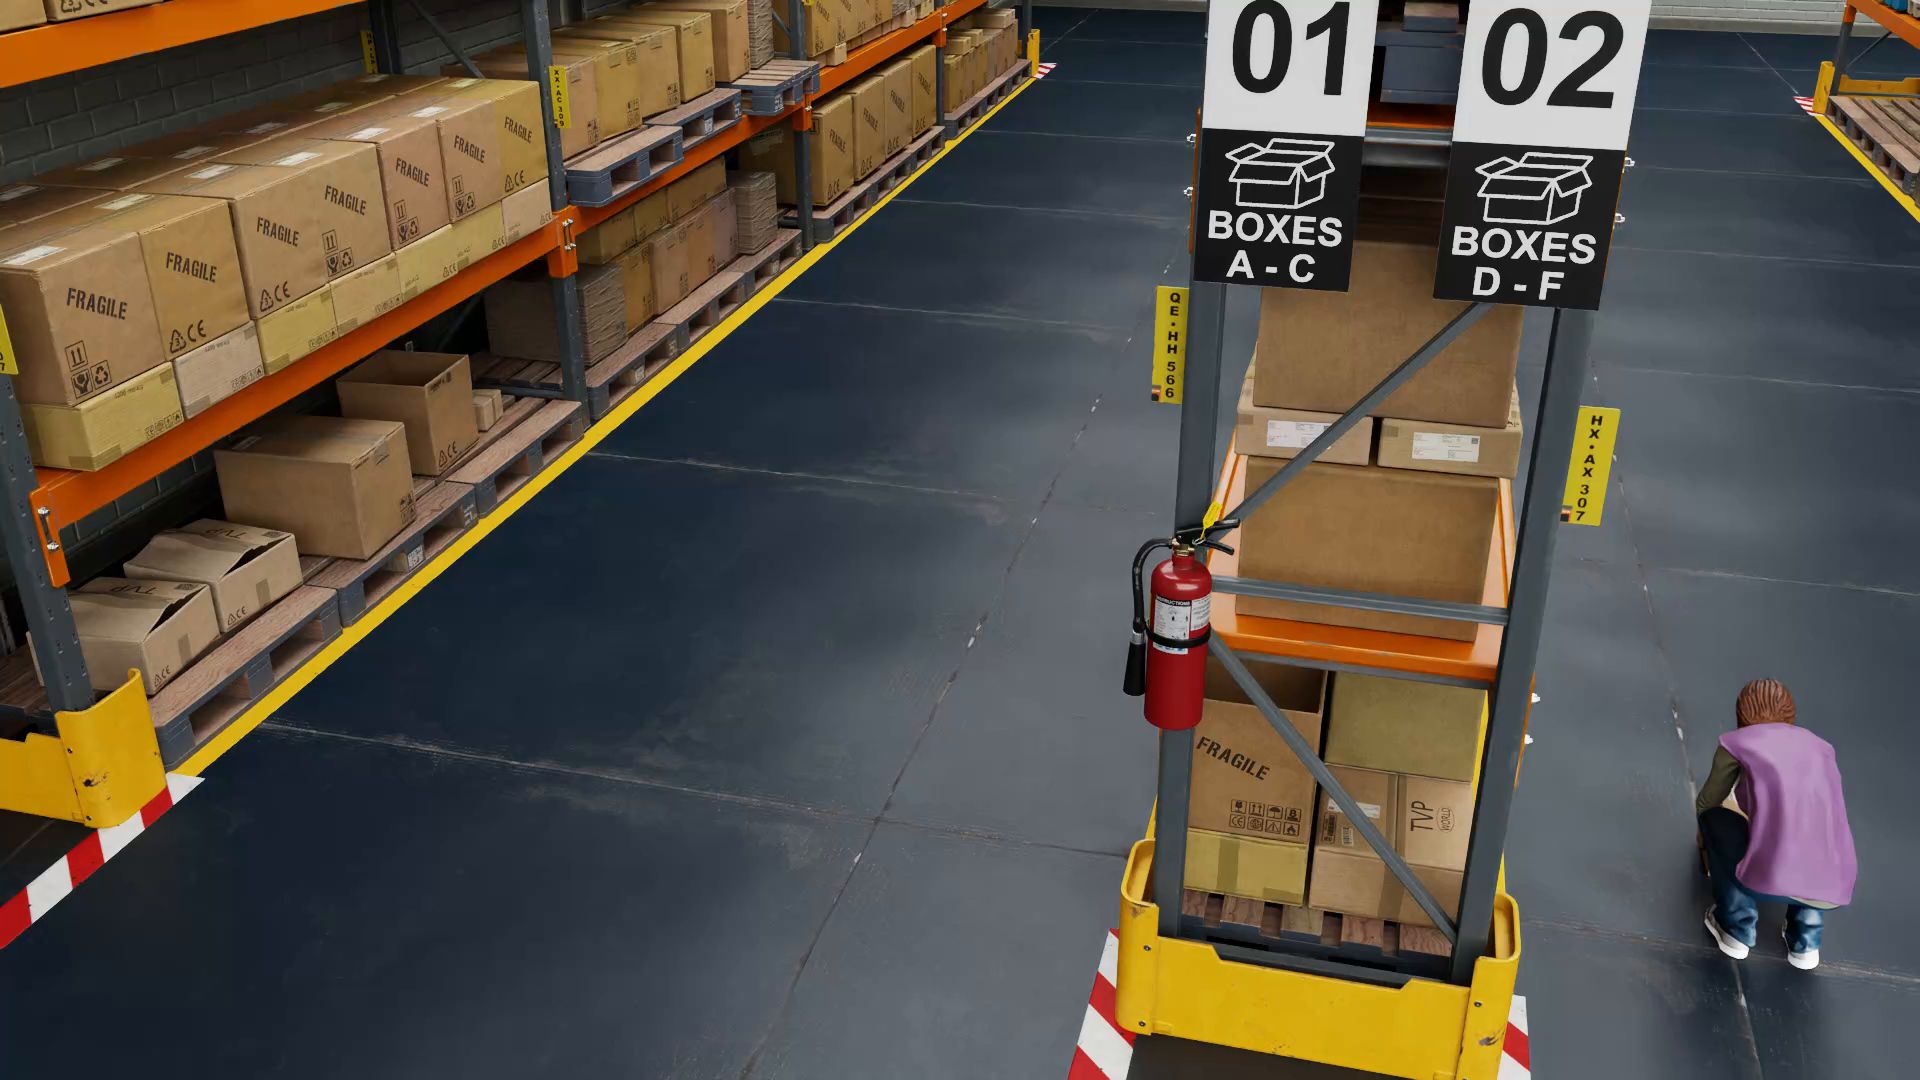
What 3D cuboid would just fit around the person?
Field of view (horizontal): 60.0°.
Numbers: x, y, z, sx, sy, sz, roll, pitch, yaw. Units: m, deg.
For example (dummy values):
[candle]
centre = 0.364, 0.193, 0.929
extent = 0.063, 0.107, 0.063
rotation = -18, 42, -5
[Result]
[person]
centre = 2.734, 0.965, 5.571
extent = 0.437, 0.774, 0.805
rotation = 6, 26, 13
